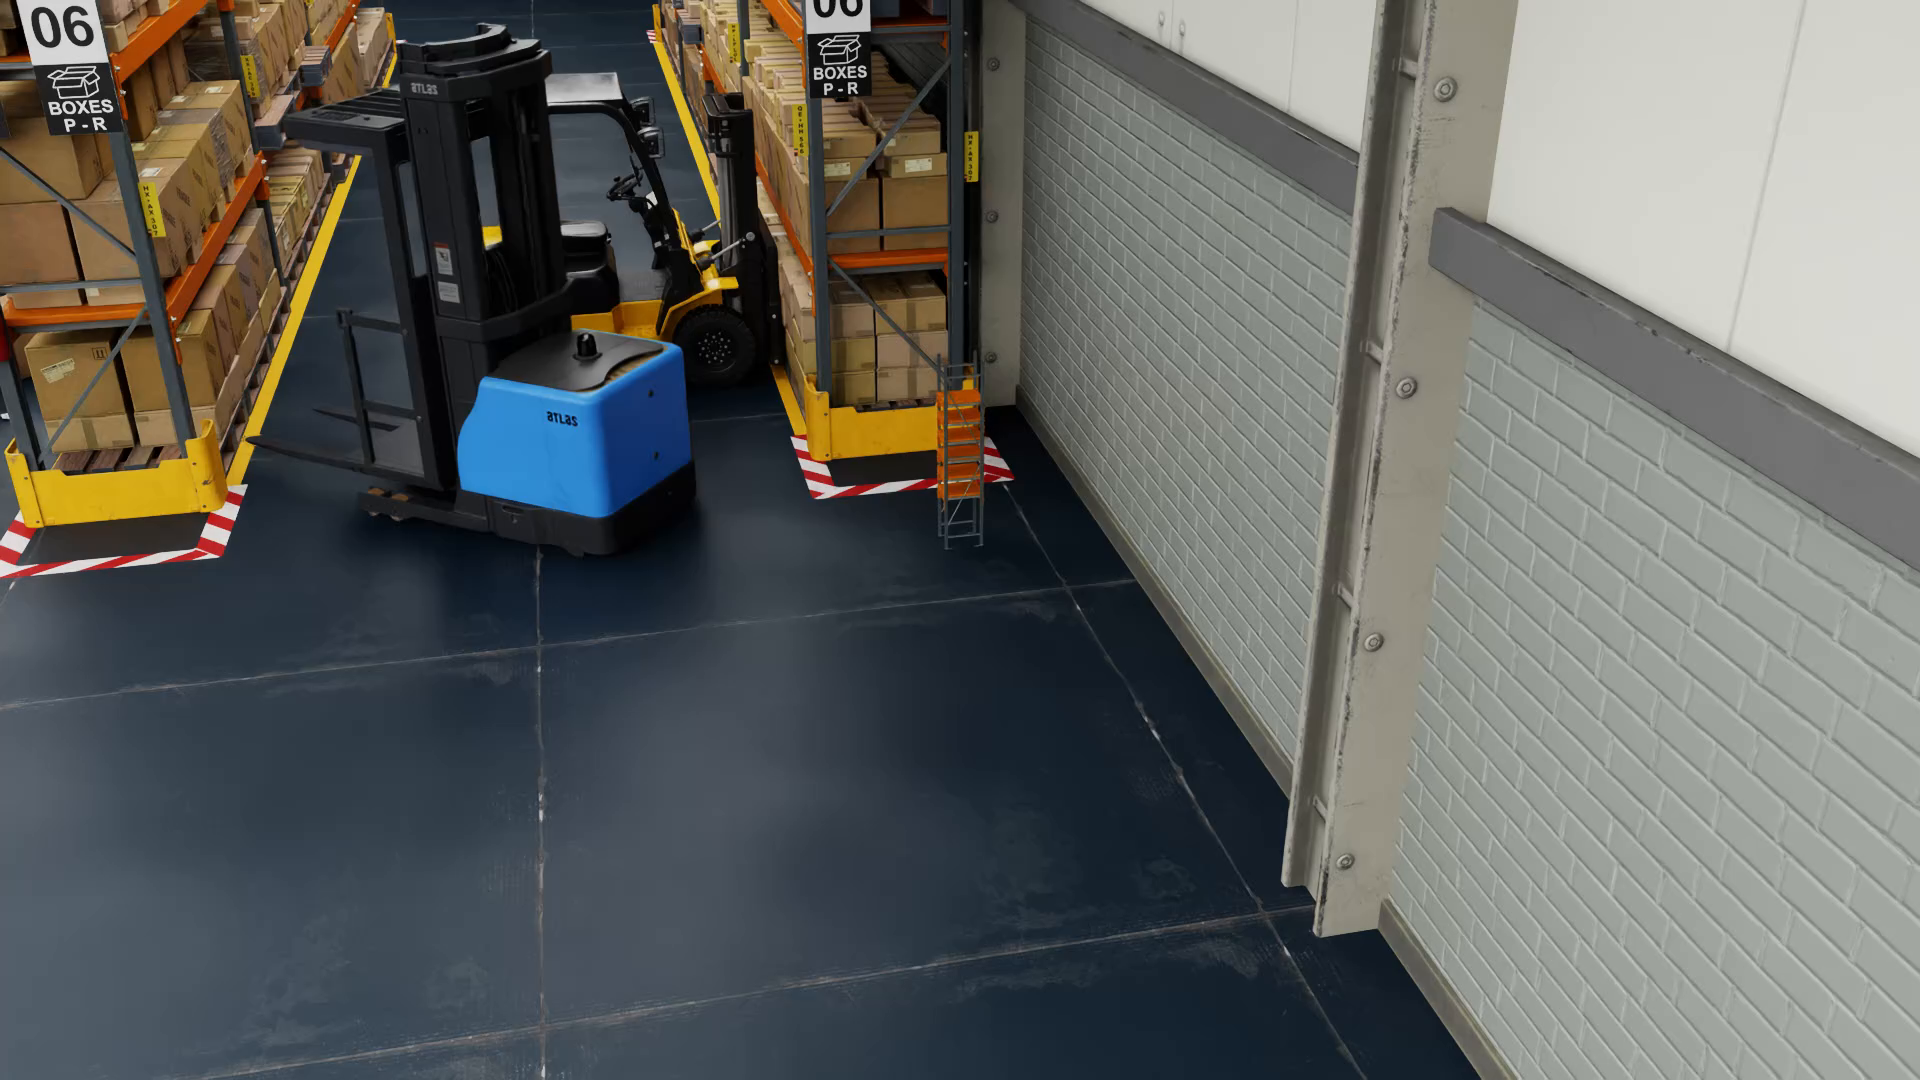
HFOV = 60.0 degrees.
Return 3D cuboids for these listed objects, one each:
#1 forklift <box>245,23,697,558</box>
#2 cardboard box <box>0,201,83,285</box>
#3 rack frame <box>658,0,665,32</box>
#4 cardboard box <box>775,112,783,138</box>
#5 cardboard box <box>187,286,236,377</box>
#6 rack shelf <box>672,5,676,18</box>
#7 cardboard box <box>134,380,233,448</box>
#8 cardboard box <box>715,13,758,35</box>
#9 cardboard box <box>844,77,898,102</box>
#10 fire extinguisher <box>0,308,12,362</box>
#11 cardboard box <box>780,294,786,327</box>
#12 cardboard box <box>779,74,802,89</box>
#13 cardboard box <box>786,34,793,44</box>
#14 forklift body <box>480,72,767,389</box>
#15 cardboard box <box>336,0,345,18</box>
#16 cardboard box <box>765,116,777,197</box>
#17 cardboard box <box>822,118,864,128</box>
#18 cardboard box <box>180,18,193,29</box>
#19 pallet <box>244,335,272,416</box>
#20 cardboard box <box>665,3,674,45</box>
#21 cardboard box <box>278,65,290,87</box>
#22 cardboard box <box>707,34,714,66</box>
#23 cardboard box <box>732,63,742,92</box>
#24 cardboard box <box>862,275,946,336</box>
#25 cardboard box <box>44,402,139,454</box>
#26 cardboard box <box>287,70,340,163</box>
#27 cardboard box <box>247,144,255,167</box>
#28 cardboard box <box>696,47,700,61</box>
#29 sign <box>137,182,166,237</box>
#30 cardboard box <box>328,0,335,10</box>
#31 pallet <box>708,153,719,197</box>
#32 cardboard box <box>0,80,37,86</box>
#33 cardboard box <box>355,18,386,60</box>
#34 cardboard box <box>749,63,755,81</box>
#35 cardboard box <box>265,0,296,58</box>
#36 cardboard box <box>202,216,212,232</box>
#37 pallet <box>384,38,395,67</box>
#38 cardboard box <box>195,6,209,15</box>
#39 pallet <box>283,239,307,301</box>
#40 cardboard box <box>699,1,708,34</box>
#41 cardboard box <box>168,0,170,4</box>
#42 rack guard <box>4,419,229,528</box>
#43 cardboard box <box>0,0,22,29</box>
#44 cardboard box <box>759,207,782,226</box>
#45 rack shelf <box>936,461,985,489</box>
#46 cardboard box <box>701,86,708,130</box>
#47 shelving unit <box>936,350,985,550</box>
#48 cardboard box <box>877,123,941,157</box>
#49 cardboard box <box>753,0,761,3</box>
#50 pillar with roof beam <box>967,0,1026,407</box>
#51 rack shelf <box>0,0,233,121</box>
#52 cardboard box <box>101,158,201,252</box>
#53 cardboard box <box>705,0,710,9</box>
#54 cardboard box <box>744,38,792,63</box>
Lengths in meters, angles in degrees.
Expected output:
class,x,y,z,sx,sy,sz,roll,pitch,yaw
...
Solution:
class,x,y,z,sx,sy,sz,roll,pitch,yaw
forklift,-3.254,-1.635,10.236,3.031,2.935,1.130,12,29,22
cardboard box,-5.699,-1.897,10.239,0.500,0.500,0.500,-6,27,-13
rack frame,-4.078,-9.039,24.830,1.000,3.000,0.127,-6,27,-12
cardboard box,-1.137,-3.034,12.101,0.380,0.149,0.250,-6,27,-11
cardboard box,-5.348,-1.426,11.499,0.500,0.500,0.500,-7,28,-14
rack shelf,-3.628,-7.840,23.252,1.077,0.370,4.000,-6,27,-12
cardboard box,-5.220,-0.852,11.194,0.500,0.250,0.500,-6,27,-12
cardboard box,-2.119,-4.899,15.797,0.380,0.149,0.250,-7,28,-13
cardboard box,-0.661,-3.333,12.364,0.380,0.149,0.250,-6,27,-11
fire extinguisher,-5.731,-1.378,9.737,0.296,0.674,0.183,-6,27,-12
cardboard box,-1.126,-1.826,12.570,0.500,0.250,0.500,-7,28,-13
cardboard box,-1.150,-3.403,12.502,0.380,0.149,0.250,-6,27,-11
cardboard box,-1.387,-4.624,15.252,0.380,0.149,0.250,-6,27,-12
forklift body,-2.677,-2.284,12.387,2.313,2.155,1.214,-6,27,-12
cardboard box,-7.552,-6.316,19.600,0.500,0.250,0.500,-6,27,-12
cardboard box,-1.187,-2.922,12.600,0.500,0.500,0.500,-6,27,-11
cardboard box,-0.845,-2.723,11.155,0.380,0.149,0.250,-6,27,-12
cardboard box,-6.701,-4.401,14.013,0.380,0.149,0.250,-7,28,-13
pallet,-5.745,-1.193,12.379,1.003,0.211,1.213,-6,27,-12
cardboard box,-3.878,-7.453,23.996,0.700,0.500,0.500,-5,27,-9
cardboard box,-6.293,-4.191,15.036,0.380,0.149,0.250,-5,27,-10
cardboard box,-2.305,-5.019,17.032,0.500,0.250,0.500,-7,28,-13
cardboard box,-1.734,-4.117,14.690,0.500,0.250,0.500,-7,28,-13
cardboard box,-0.397,-1.652,11.669,0.500,0.250,0.500,-6,27,-12
cardboard box,-5.757,-0.808,11.107,0.500,0.250,0.500,-6,27,-12
cardboard box,-7.185,-4.572,17.872,0.875,0.875,0.875,-6,27,-12
cardboard box,-5.840,-3.043,13.229,0.380,0.149,0.250,-6,27,-12
cardboard box,-3.000,-5.893,20.185,0.380,0.149,0.250,-5,27,-10
sign,-4.779,-1.951,9.826,0.100,0.325,0.005,-6,27,-12
cardboard box,-7.301,-6.096,18.611,0.500,0.250,0.500,-5,27,-11
pallet,-2.128,-3.917,17.776,1.003,0.211,1.213,-6,27,-12
cardboard box,-5.958,-2.772,10.862,0.700,0.500,0.500,-6,27,-12
cardboard box,-8.453,-6.897,22.962,0.875,0.438,0.875,-5,27,-10
cardboard box,-1.558,-3.939,13.894,0.380,0.149,0.250,-6,27,-12
cardboard box,-6.495,-4.768,15.460,0.500,0.500,0.500,-8,28,-15
cardboard box,-5.486,-2.257,11.671,0.380,0.149,0.250,-7,28,-13
pallet,-8.657,-6.946,23.777,1.003,0.211,1.213,-6,27,-12
cardboard box,-6.879,-4.485,14.899,0.500,0.500,0.500,-7,28,-14
pallet,-6.386,-2.362,14.696,1.003,0.211,1.213,-6,27,-12
cardboard box,-2.438,-5.461,17.353,0.500,0.250,0.500,-6,27,-12
cardboard box,-5.460,-3.593,10.990,0.380,0.149,0.250,-7,28,-13
rack guard,-5.325,-0.427,10.541,1.175,0.500,0.348,-6,27,-12
cardboard box,-5.686,-3.112,9.594,0.500,0.250,0.500,-6,27,-12
cardboard box,-1.342,-2.491,13.331,0.500,0.250,0.500,-5,27,-10
rack shelf,0.003,-0.382,10.041,0.258,0.103,0.180,-6,27,-12
cardboard box,-2.683,-4.983,19.102,0.500,0.500,0.500,-6,27,-12
shelving unit,0.003,-0.529,9.967,0.258,1.200,0.189,-6,27,-12
cardboard box,-0.340,-2.651,11.013,0.380,0.149,0.250,-6,27,-13
cardboard box,-2.005,-5.739,17.461,0.380,0.149,0.250,-5,27,-10
pillar with roof beam,-3.946,-4.653,9.483,9.100,9.000,0.400,-6,27,-12
rack shelf,-5.758,-3.405,11.138,1.077,0.370,4.000,-6,27,-12
cardboard box,-5.264,-2.150,10.740,0.500,0.500,0.500,-5,27,-10
cardboard box,-2.429,-5.575,17.135,0.380,0.149,0.250,-5,27,-10
cardboard box,-1.591,-4.068,13.820,0.380,0.149,0.250,-5,27,-11
